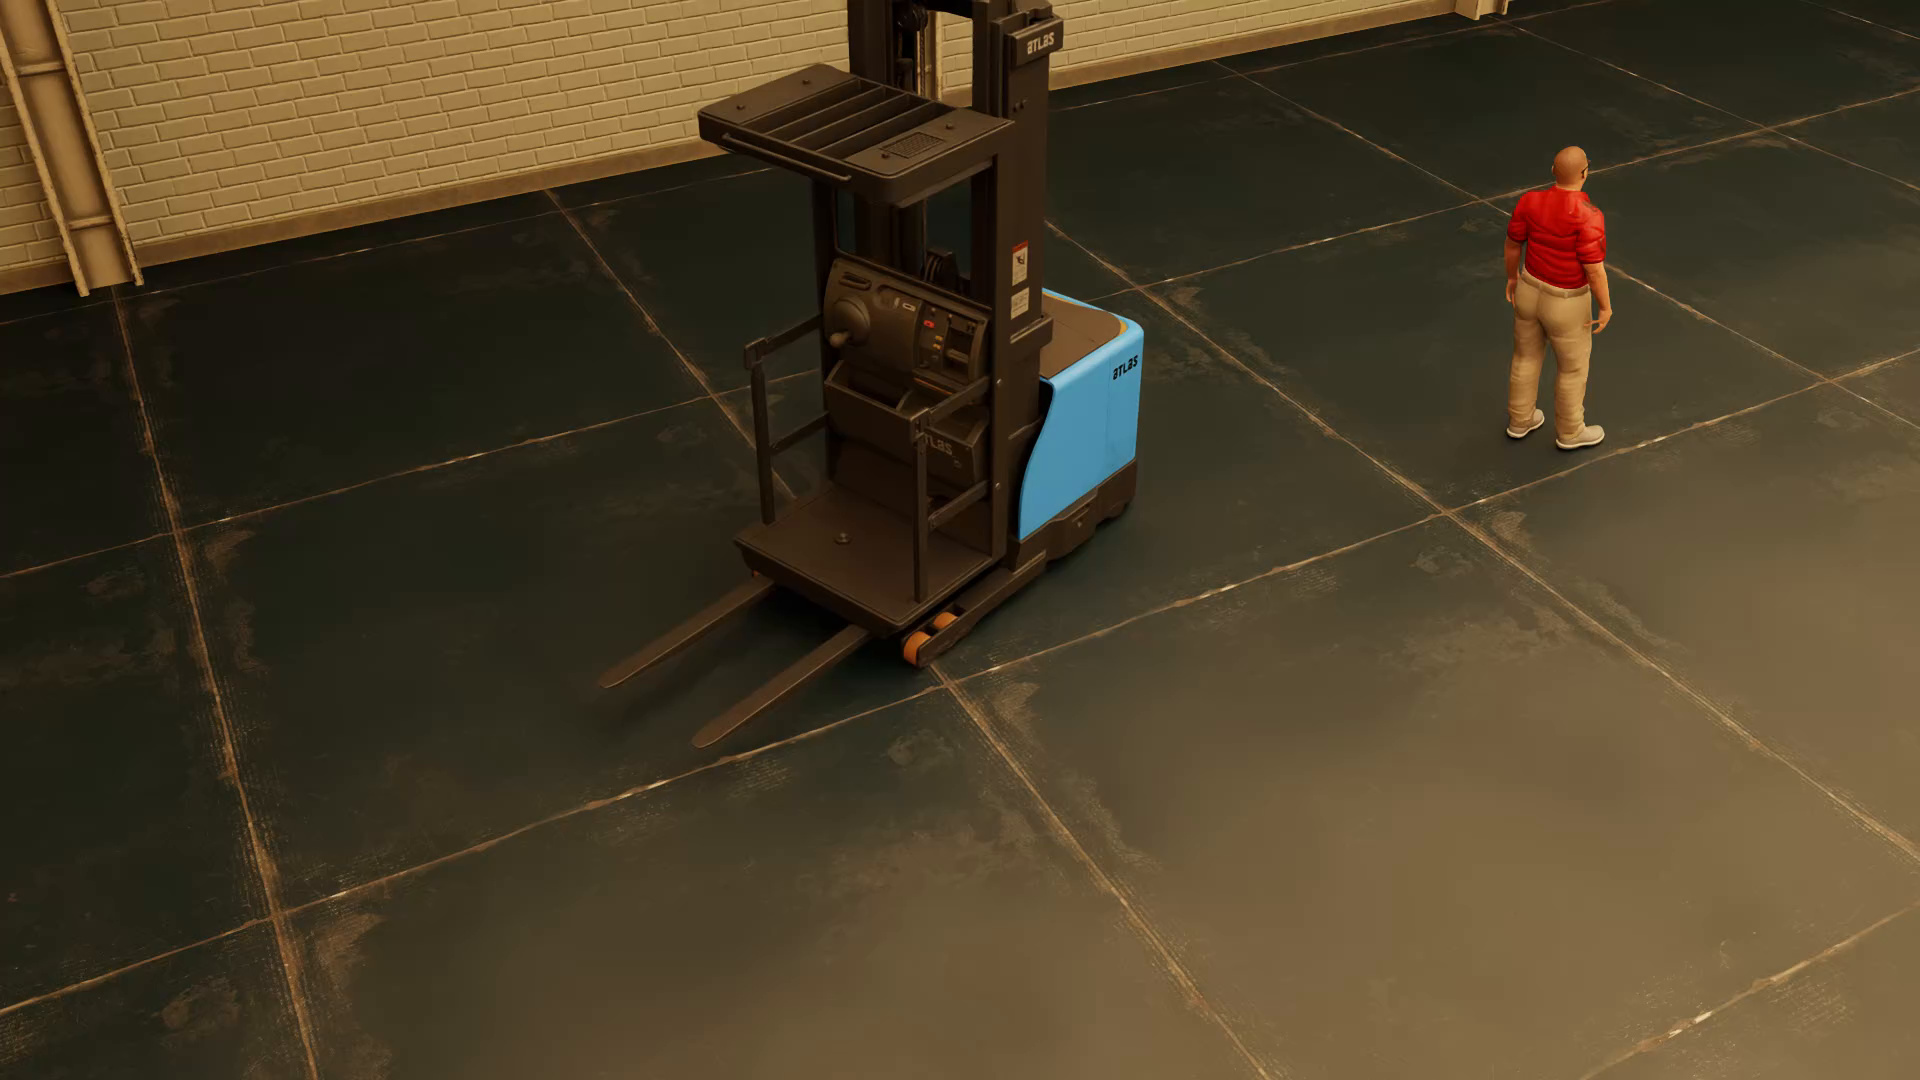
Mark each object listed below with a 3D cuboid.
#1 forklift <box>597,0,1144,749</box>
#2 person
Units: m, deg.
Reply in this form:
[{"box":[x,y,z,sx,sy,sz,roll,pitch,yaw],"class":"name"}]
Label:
[{"box":[-0.390,-0.927,7.434,1.130,2.935,3.031,26,43,31],"class":"forklift"},{"box":[3.277,-1.326,9.028,0.550,1.728,0.642,-25,42,-31],"class":"person"}]
